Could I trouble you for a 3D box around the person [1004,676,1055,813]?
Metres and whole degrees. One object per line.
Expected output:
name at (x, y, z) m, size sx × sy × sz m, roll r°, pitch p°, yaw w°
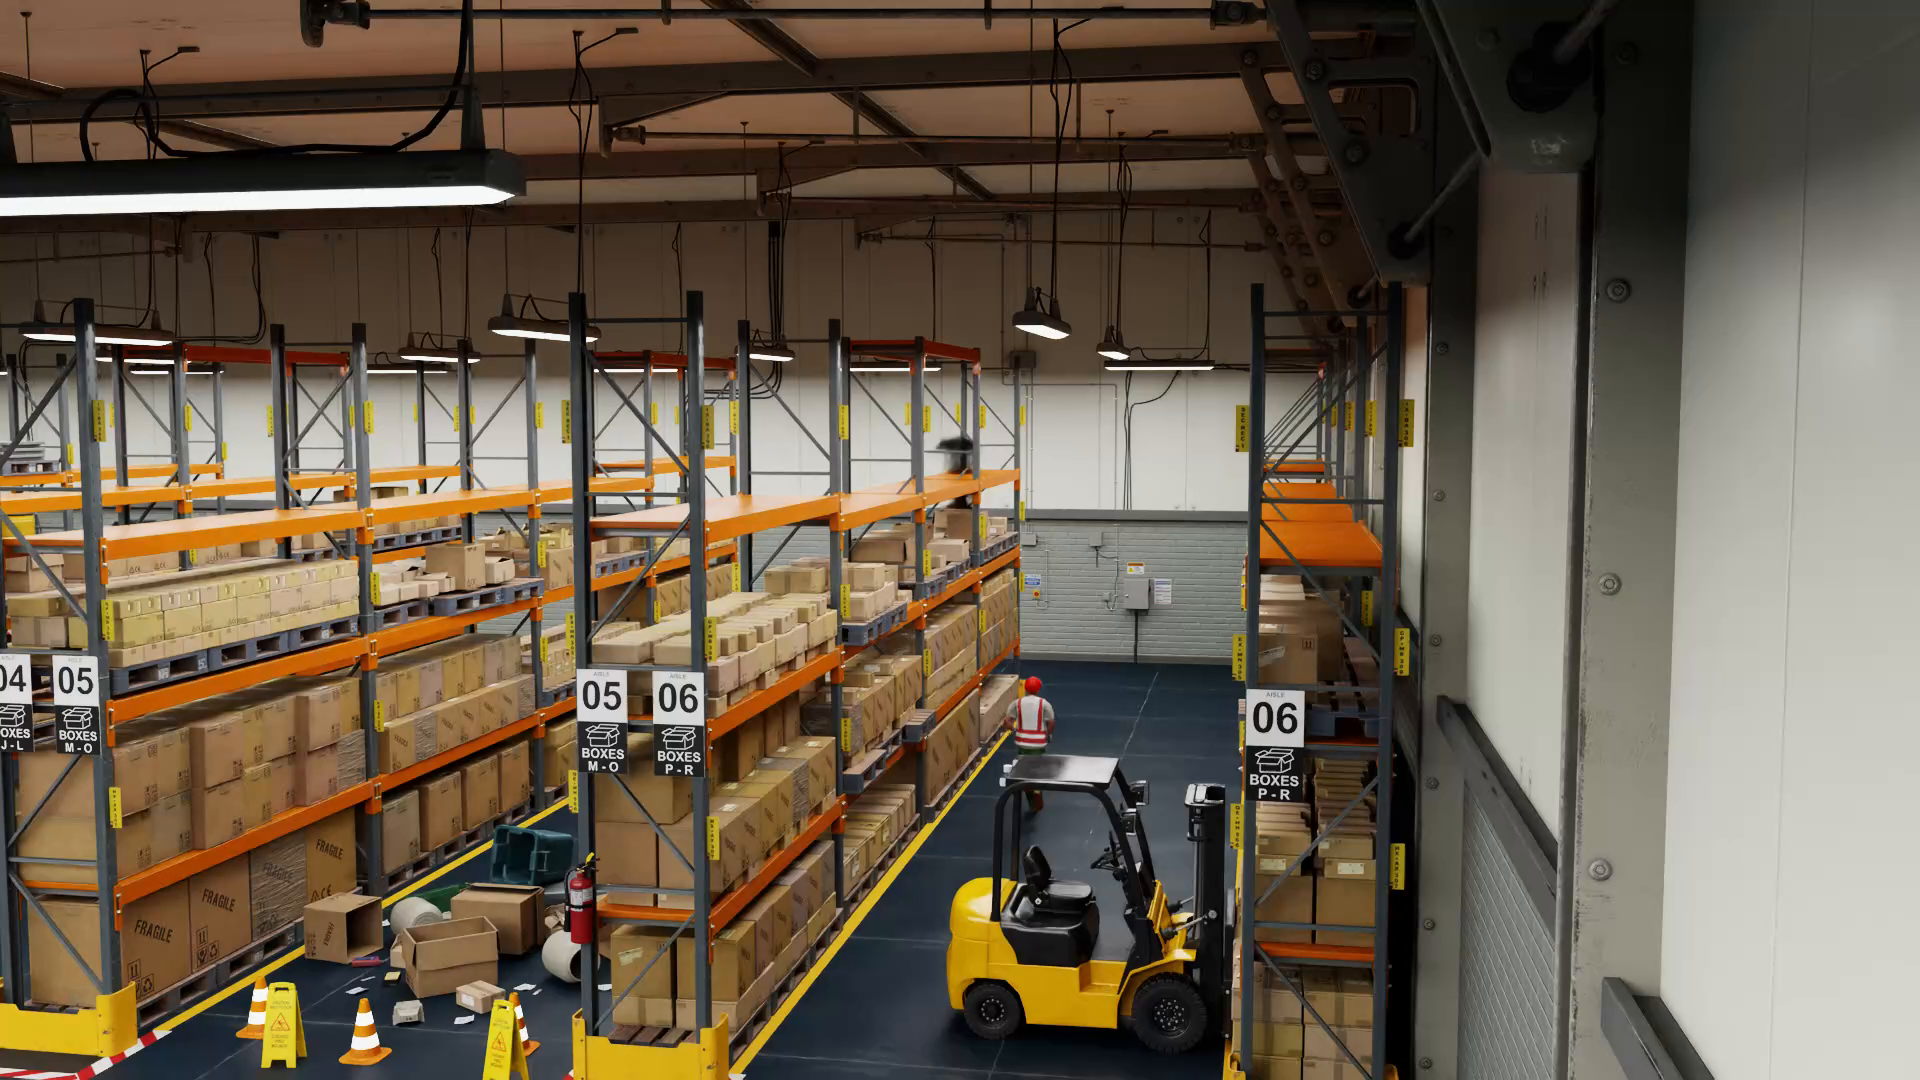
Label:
person at (0.886, 2.608, 21.035) m, size 0.656 × 1.760 × 0.684 m, roll 1°, pitch 5°, yaw 14°
